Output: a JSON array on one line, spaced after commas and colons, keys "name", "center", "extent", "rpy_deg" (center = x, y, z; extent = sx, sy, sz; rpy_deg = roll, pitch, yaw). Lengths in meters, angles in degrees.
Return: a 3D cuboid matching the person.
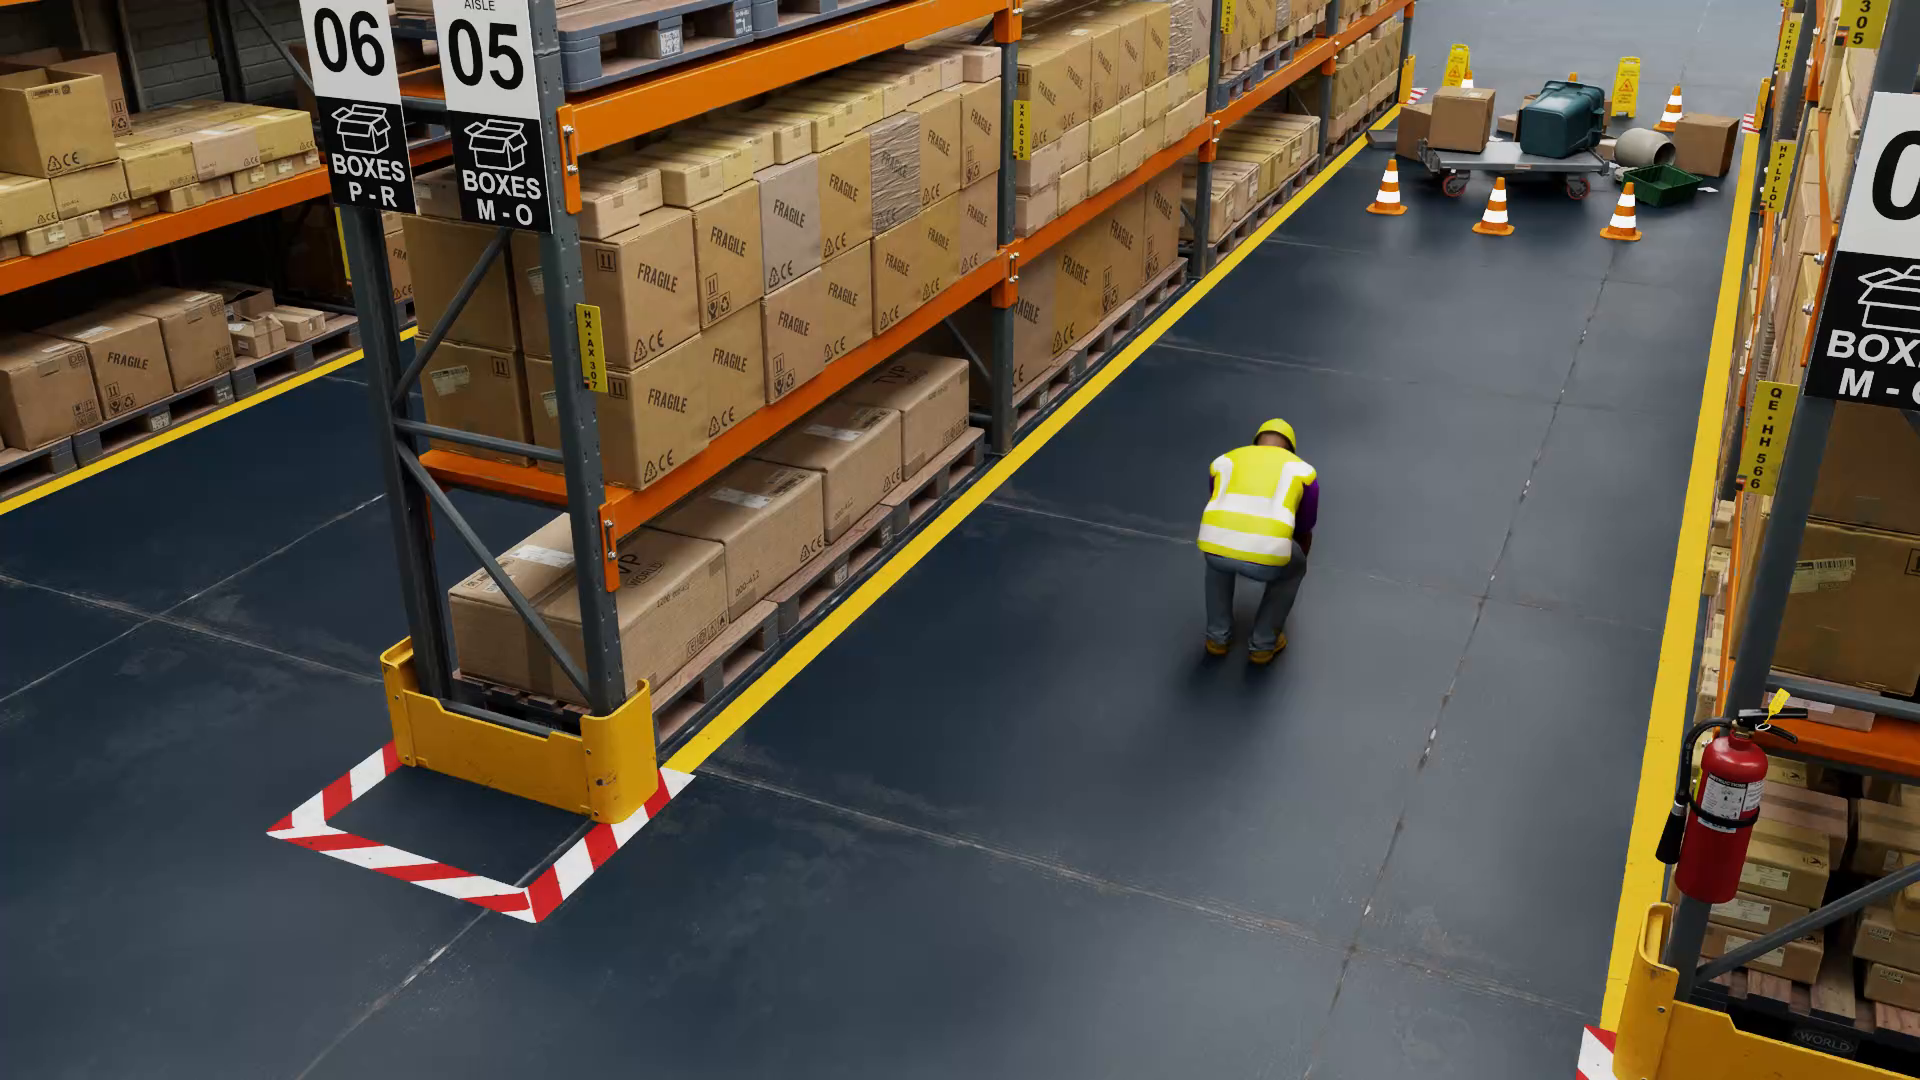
[{"name": "person", "center": [1.396, 0.020, 7.921], "extent": [0.523, 1.001, 0.949], "rpy_deg": [10, 28, 20]}]
